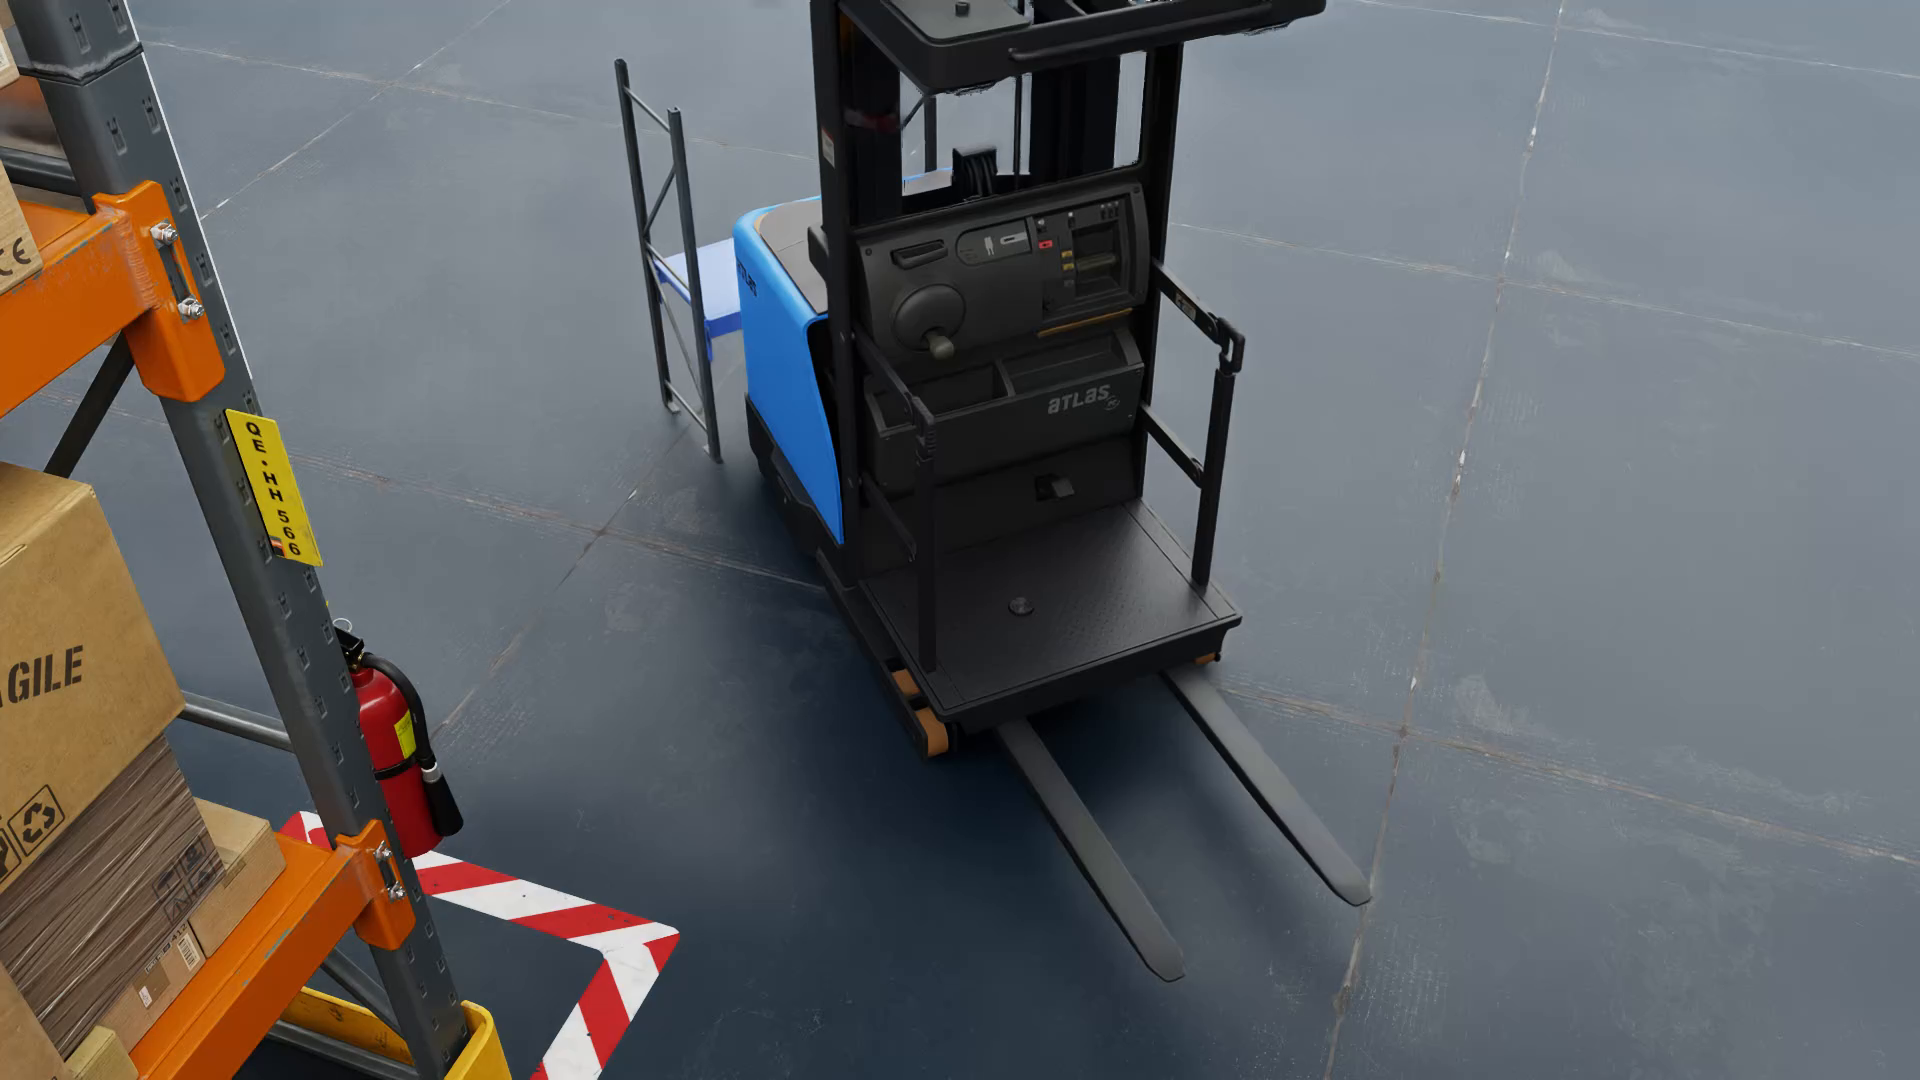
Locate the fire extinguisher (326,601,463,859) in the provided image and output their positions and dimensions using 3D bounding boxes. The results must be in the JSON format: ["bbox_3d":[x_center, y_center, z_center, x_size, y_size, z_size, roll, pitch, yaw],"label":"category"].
[{"bbox_3d":[-1.238,0.401,3.529,0.296,0.674,0.183,13,42,15],"label":"fire extinguisher"}]

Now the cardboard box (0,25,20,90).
[{"bbox_3d":[-1.512,-0.658,2.208,0.380,0.149,0.250,13,42,15],"label":"cardboard box"}]

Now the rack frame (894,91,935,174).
[{"bbox_3d":[-0.239,-1.375,6.707,0.032,1.500,0.500,-22,45,-23],"label":"rack frame"}]

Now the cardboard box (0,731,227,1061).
[{"bbox_3d":[-1.924,0.517,3.026,0.875,0.500,0.500,13,42,15],"label":"cardboard box"}]

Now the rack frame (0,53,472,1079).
[{"bbox_3d":[-1.710,0.339,3.541,1.000,3.000,0.127,13,42,15],"label":"rack frame"}]

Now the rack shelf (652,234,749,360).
[{"bbox_3d":[-0.672,-1.066,6.621,1.000,0.185,0.538,-22,45,-23],"label":"rack shelf"}]

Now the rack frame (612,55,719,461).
[{"bbox_3d":[-1.105,-1.030,6.301,0.032,1.500,0.500,-22,45,-23],"label":"rack frame"}]

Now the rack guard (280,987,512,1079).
[{"bbox_3d":[-1.736,1.336,4.298,1.175,0.500,0.348,13,42,15],"label":"rack guard"}]

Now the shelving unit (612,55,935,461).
[{"bbox_3d":[-0.672,-1.203,6.504,1.048,1.500,0.538,-22,45,-23],"label":"shelving unit"}]

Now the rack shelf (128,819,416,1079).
[{"bbox_3d":[-2.394,1.833,2.345,1.077,0.370,4.000,13,42,15],"label":"rack shelf"}]

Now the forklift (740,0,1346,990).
[{"bbox_3d":[0.212,-0.724,4.841,1.130,2.935,3.031,-15,43,-17],"label":"forklift"}]

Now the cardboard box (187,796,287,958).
[{"bbox_3d":[-1.613,0.654,3.366,0.380,0.149,0.250,13,42,15],"label":"cardboard box"}]

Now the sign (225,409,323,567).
[{"bbox_3d":[-1.195,-0.086,2.904,0.100,0.325,0.005,13,42,15],"label":"sign"}]

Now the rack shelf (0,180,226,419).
[{"bbox_3d":[-2.394,0.691,1.372,1.077,0.370,4.000,13,42,15],"label":"rack shelf"}]

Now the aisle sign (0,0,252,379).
[{"bbox_3d":[-1.407,-0.621,2.664,0.394,0.787,0.004,13,42,15],"label":"aisle sign"}]

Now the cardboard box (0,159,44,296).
[{"bbox_3d":[-1.636,-0.395,2.206,0.500,0.250,0.500,14,42,16],"label":"cardboard box"}]

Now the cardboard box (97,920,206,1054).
[{"bbox_3d":[-1.699,0.807,3.187,0.380,0.149,0.250,13,42,15],"label":"cardboard box"}]

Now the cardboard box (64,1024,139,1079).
[{"bbox_3d":[-1.737,0.971,2.995,0.380,0.149,0.250,13,42,15],"label":"cardboard box"}]

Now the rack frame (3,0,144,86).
[{"bbox_3d":[-1.710,-1.943,1.594,1.000,3.000,0.127,13,42,15],"label":"rack frame"}]

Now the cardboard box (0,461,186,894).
[{"bbox_3d":[-1.666,0.198,2.630,0.500,0.500,0.500,13,42,15],"label":"cardboard box"}]
